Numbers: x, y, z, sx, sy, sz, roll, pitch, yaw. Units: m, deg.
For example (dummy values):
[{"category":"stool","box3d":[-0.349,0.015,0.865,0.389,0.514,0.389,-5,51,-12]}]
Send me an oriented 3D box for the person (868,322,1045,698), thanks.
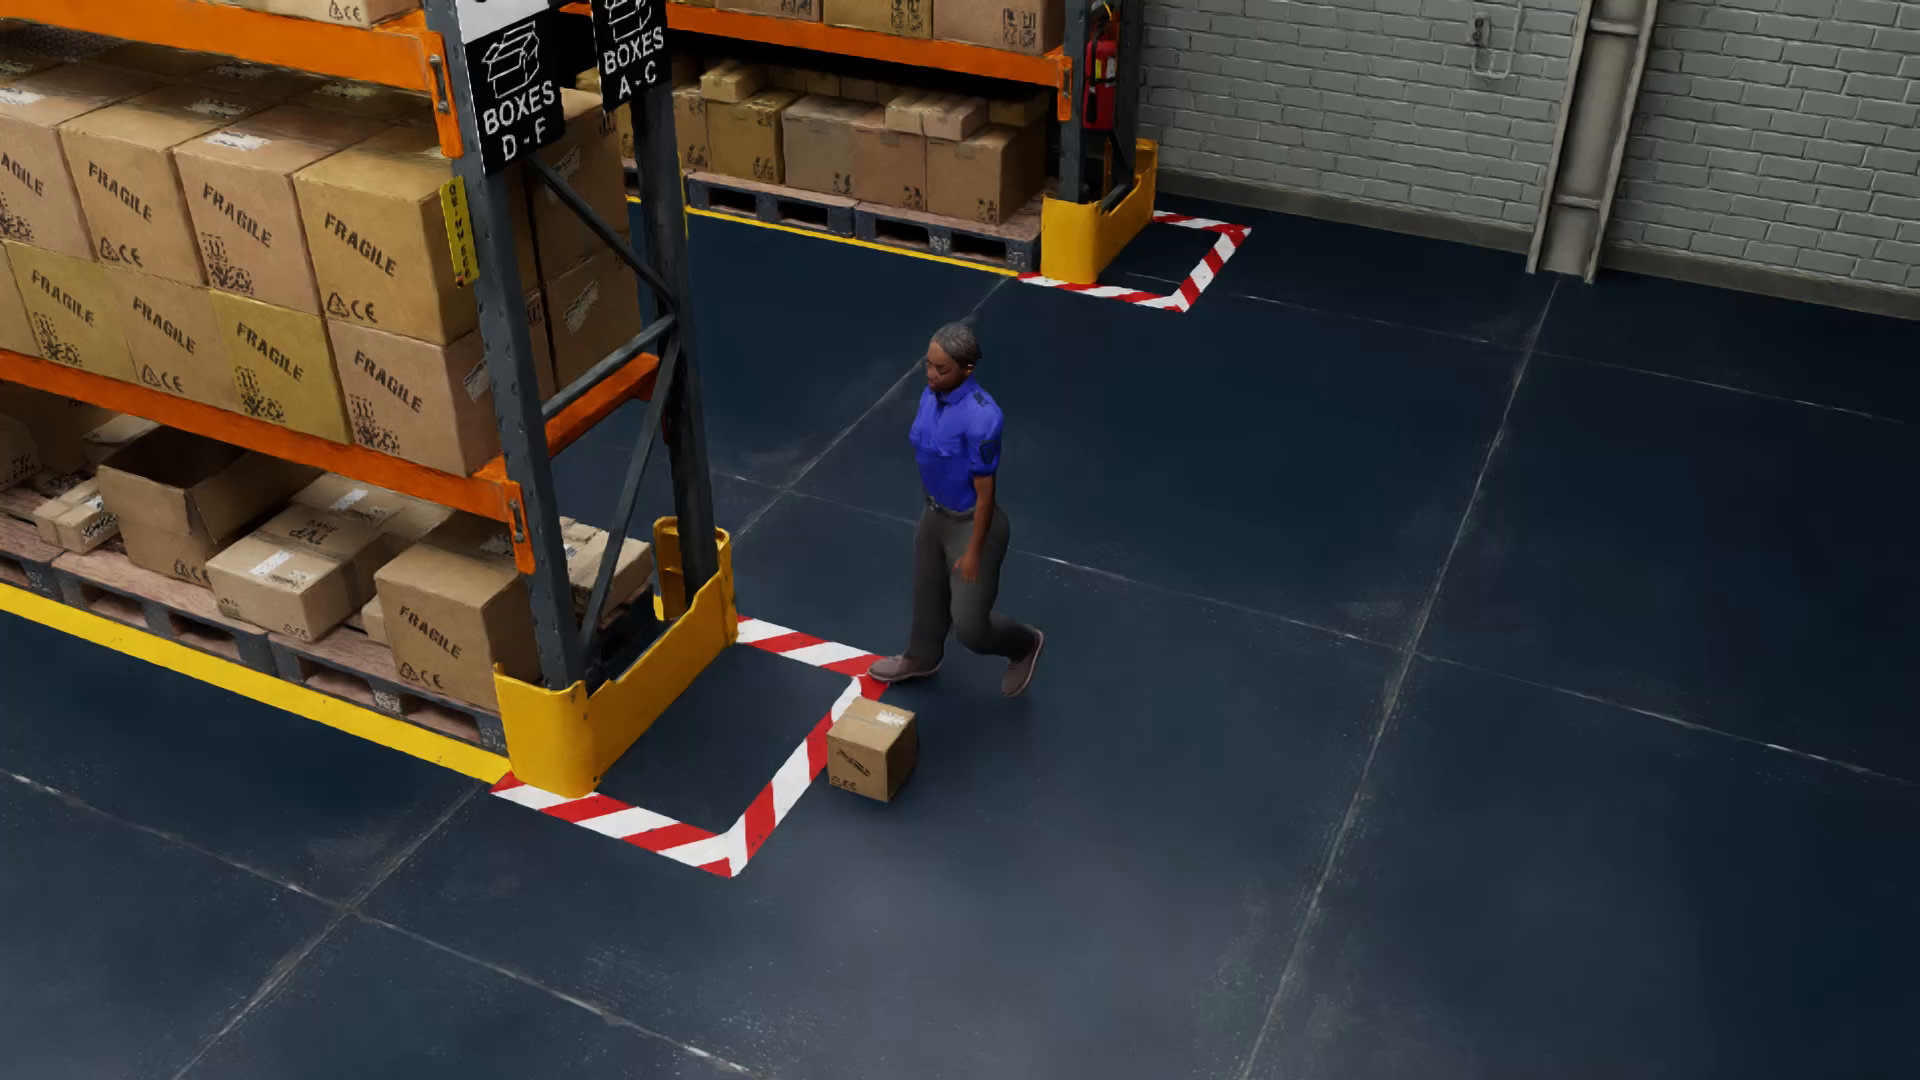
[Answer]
[{"category":"person","box3d":[0.010,-0.083,6.251,0.567,1.640,0.608,-20,39,-27]}]
